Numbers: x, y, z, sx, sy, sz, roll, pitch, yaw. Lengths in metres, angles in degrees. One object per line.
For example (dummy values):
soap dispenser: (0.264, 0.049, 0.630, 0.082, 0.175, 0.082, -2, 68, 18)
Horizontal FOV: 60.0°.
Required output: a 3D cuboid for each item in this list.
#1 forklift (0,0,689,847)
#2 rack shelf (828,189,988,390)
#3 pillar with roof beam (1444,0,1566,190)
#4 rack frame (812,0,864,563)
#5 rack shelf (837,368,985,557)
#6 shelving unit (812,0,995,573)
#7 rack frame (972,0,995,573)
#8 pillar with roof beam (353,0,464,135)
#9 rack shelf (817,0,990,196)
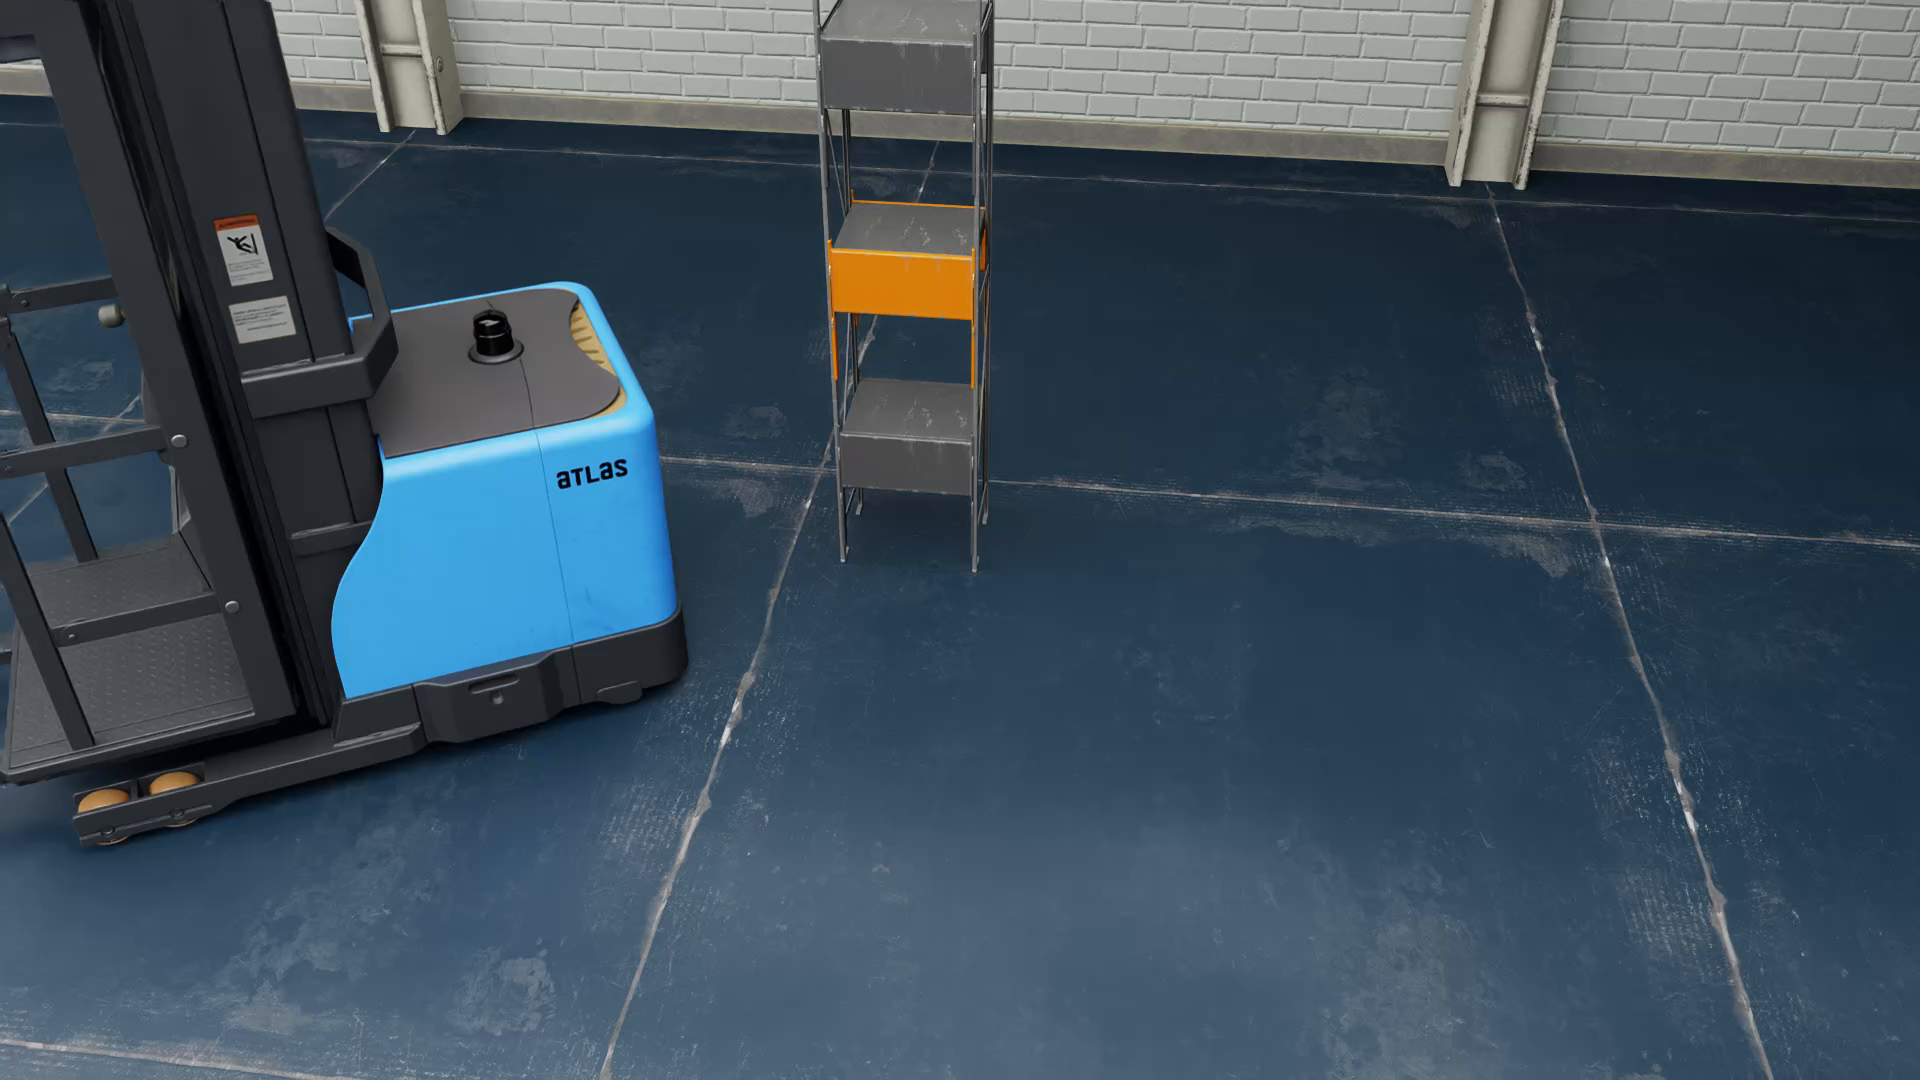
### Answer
forklift: (-2.473, -0.632, 4.612, 3.031, 2.935, 1.130, -13, 38, -18)
rack shelf: (-0.164, -0.856, 5.665, 0.480, 0.518, 0.431, 4, 36, 6)
pillar with roof beam: (2.293, -3.155, 2.924, 0.400, 9.000, 9.100, 4, 36, 6)
rack frame: (-0.406, -0.885, 5.683, 0.015, 2.100, 0.400, 4, 36, 6)
rack shelf: (-0.164, -0.286, 6.072, 0.480, 0.518, 0.431, 4, 36, 6)
shelving unit: (-0.164, -0.867, 5.657, 0.503, 2.100, 0.431, 4, 36, 6)
rack frame: (0.078, -0.849, 5.632, 0.015, 2.100, 0.400, 4, 36, 6)
pillar with roof beam: (-3.658, -3.599, 3.546, 0.400, 9.000, 9.100, 4, 36, 6)
rack shelf: (-0.164, -1.426, 5.258, 0.480, 0.518, 0.431, 4, 36, 6)
